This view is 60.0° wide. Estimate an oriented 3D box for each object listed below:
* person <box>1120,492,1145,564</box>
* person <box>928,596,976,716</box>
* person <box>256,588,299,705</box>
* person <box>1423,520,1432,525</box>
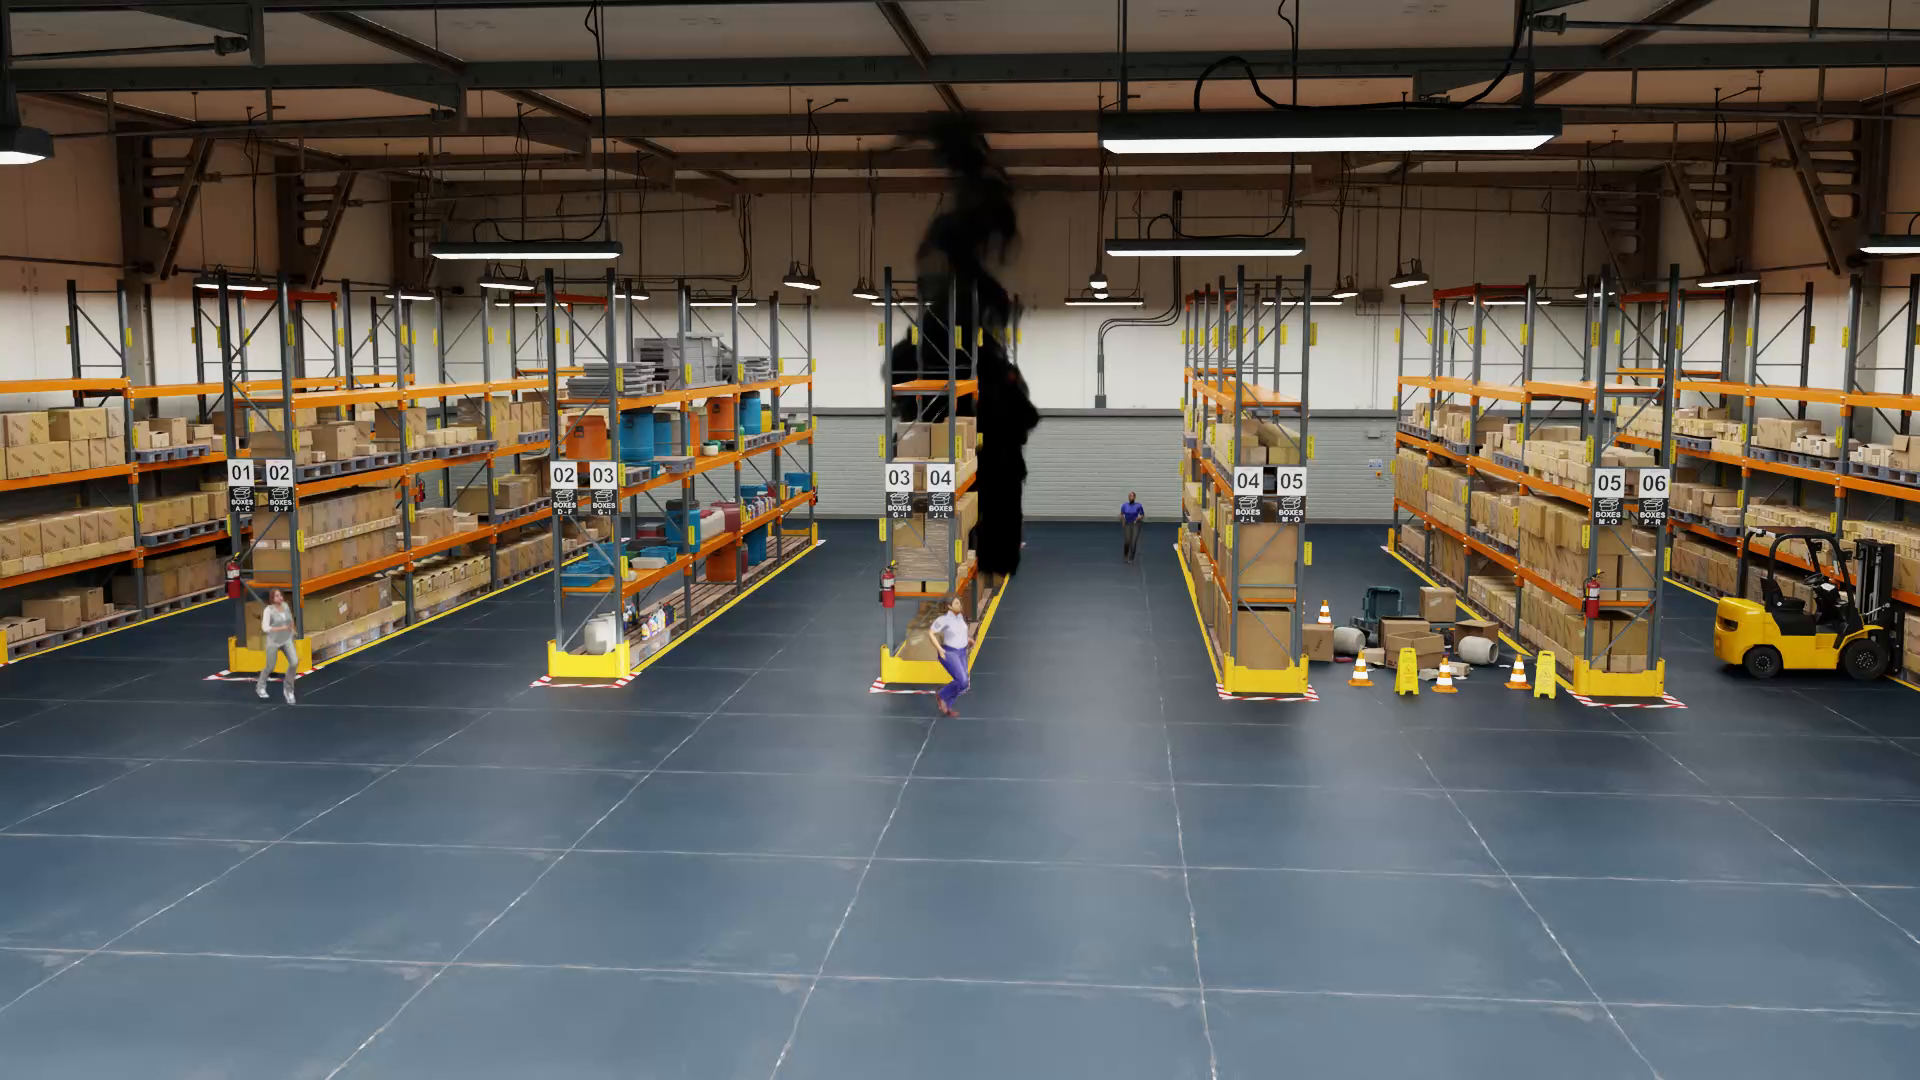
[{"bbox_3d":[3.791,-0.249,36.664,0.560,1.610,0.582,1,7,10],"label":"person"},{"bbox_3d":[-0.048,1.550,21.988,0.562,1.595,0.594,5,8,33],"label":"person"},{"bbox_3d":[-9.349,1.446,22.823,0.831,1.619,0.548,6,9,39],"label":"person"},{"bbox_3d":[11.385,-0.705,40.128,0.514,1.567,0.610,6,9,39],"label":"person"}]
